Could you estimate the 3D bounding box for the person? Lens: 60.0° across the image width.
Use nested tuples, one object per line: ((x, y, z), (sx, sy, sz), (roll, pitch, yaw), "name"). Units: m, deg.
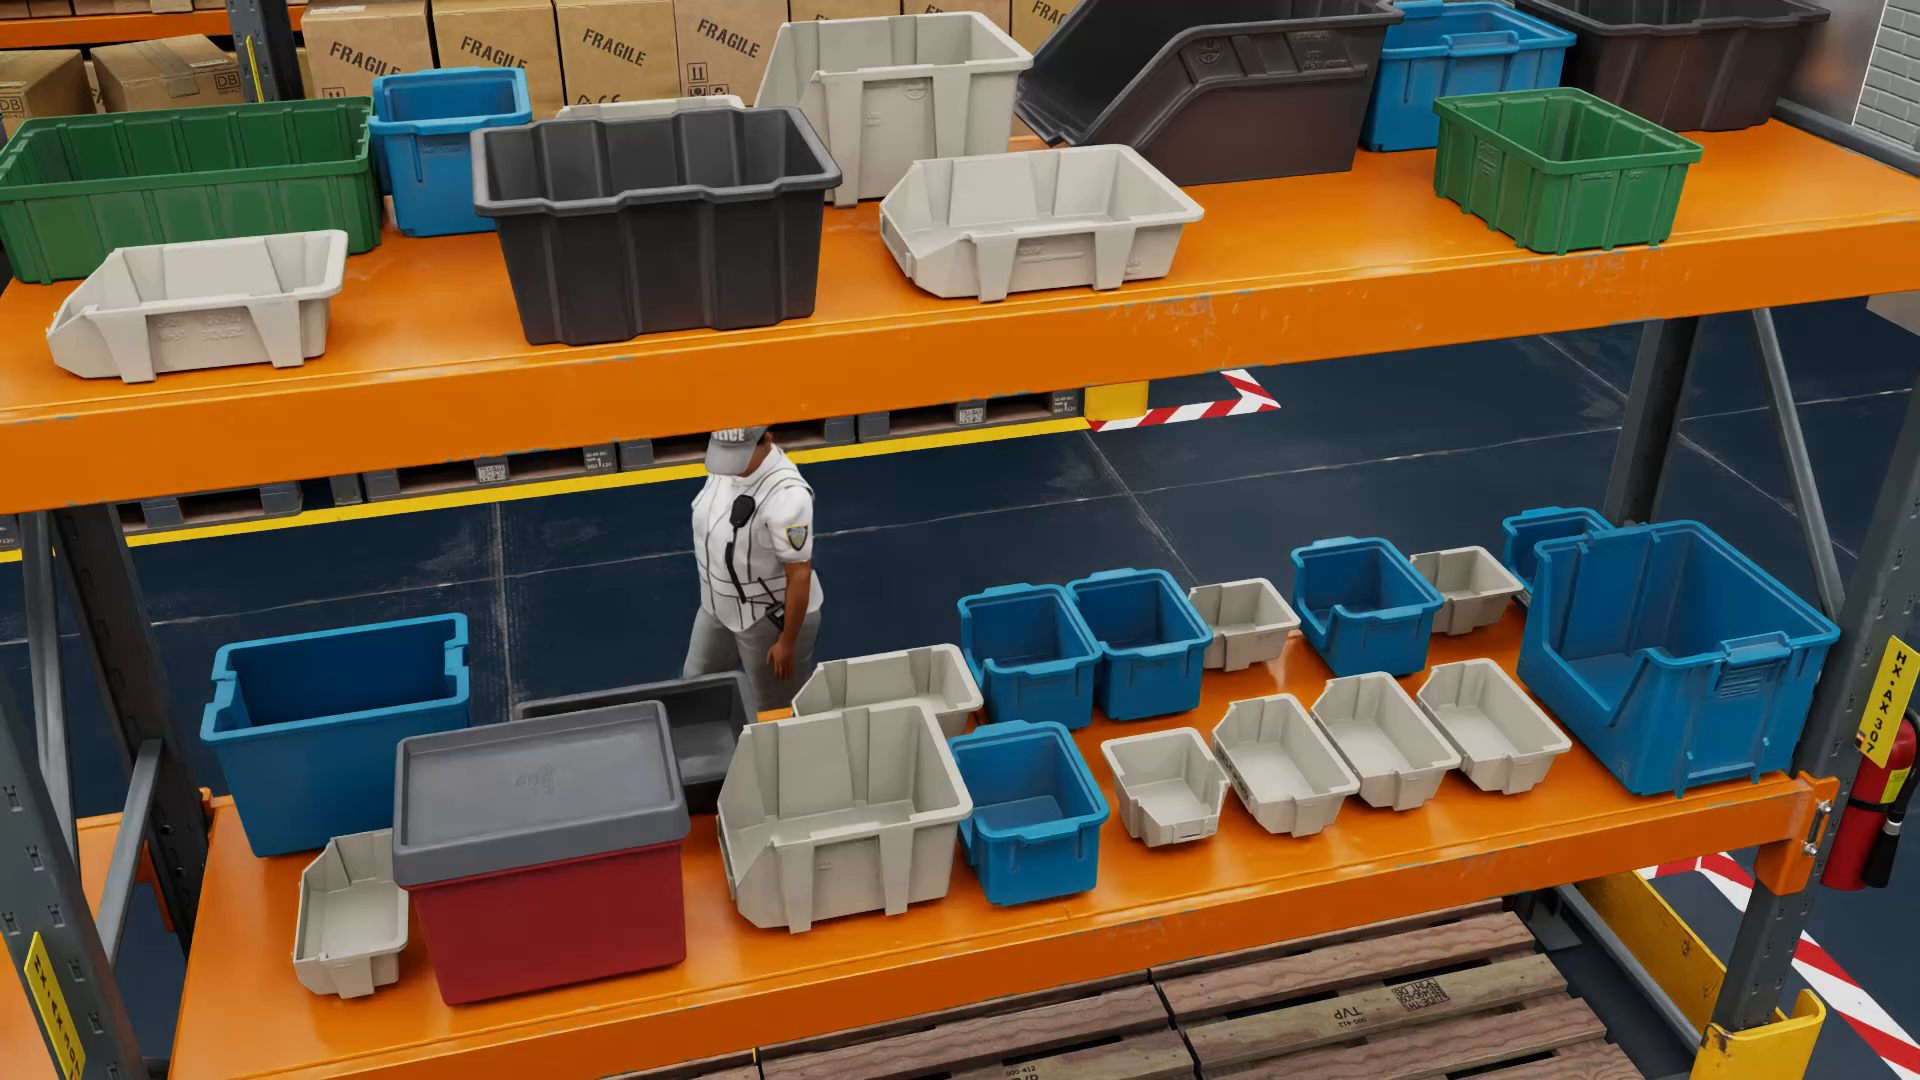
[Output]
((-0.698, 0.282, 5.674), (0.423, 1.714, 0.529), (-21, 36, -31), "person")
